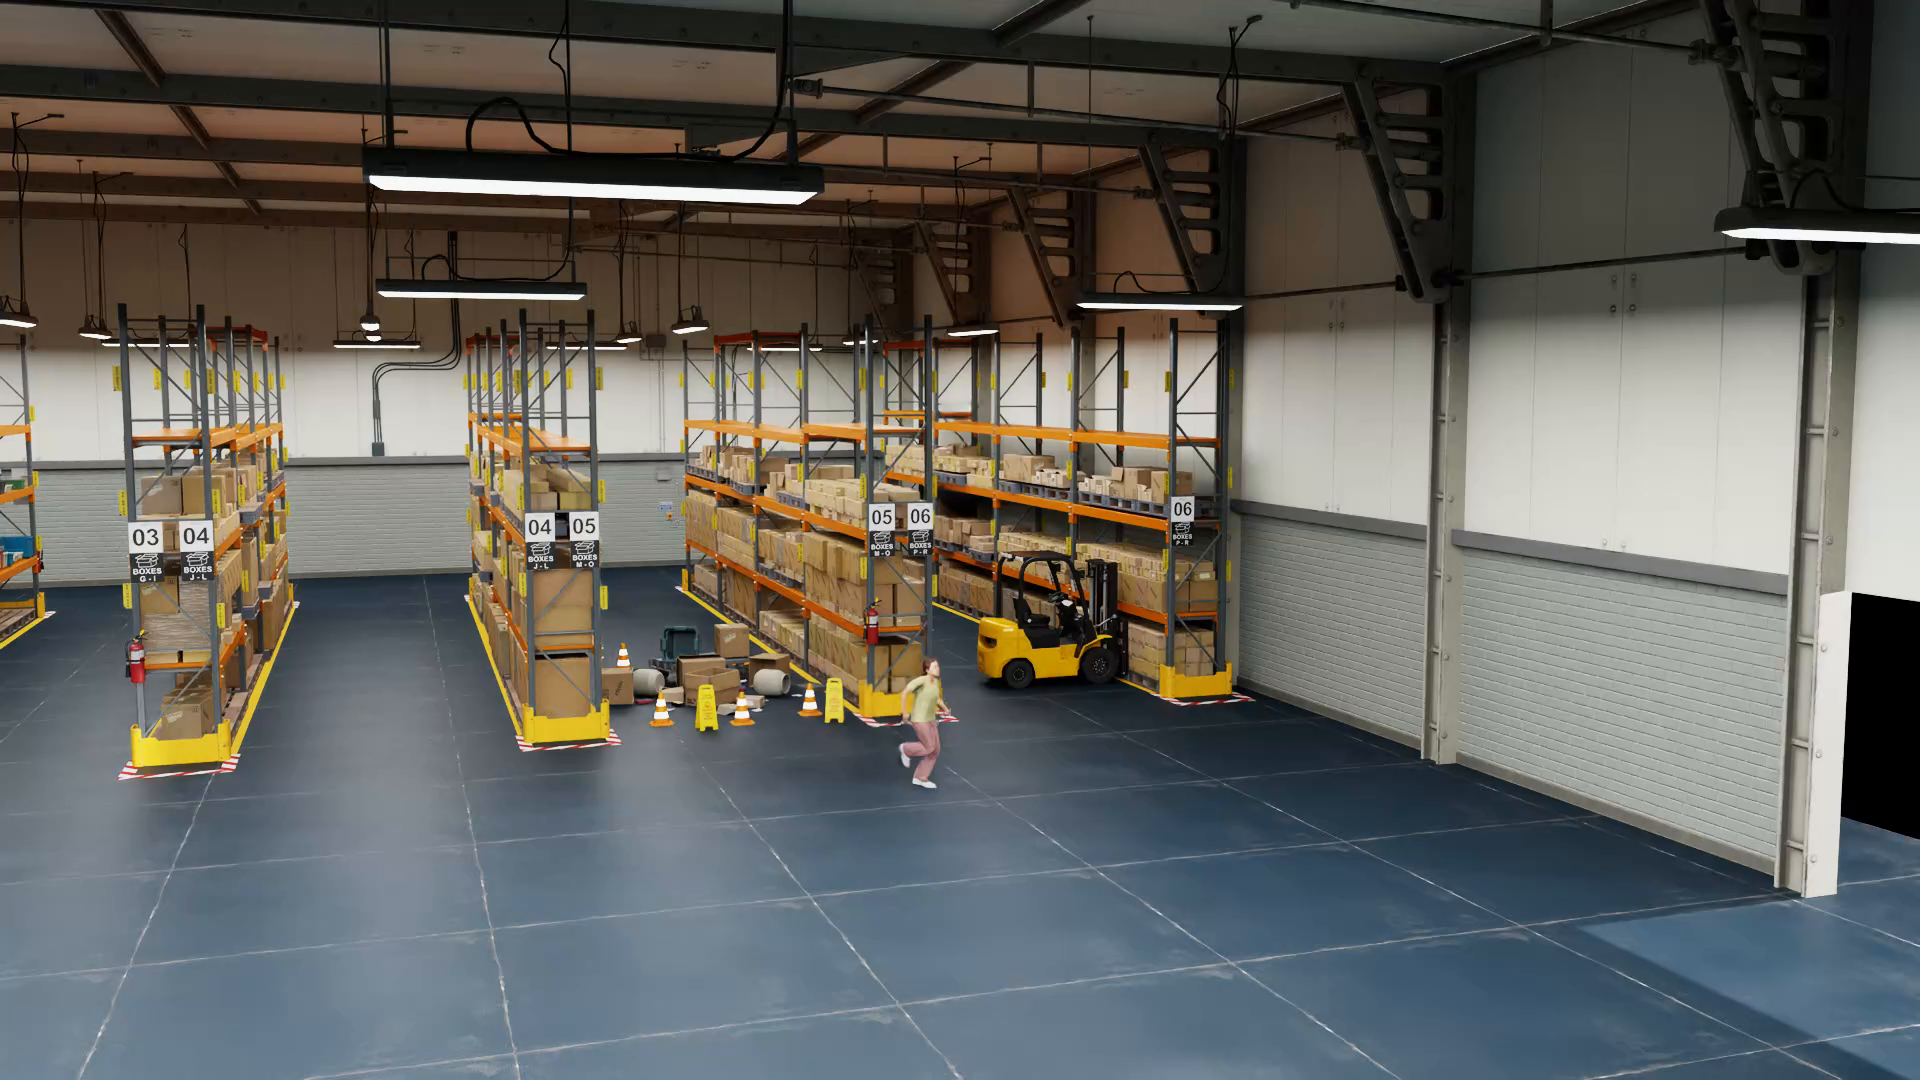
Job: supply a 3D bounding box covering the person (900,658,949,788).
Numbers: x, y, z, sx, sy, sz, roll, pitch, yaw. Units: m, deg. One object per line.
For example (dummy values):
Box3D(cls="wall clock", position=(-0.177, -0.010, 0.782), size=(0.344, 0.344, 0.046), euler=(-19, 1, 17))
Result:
Box3D(cls="person", position=(-0.455, 2.260, 20.659), size=(0.644, 1.620, 0.618), euler=(4, 7, 36))
